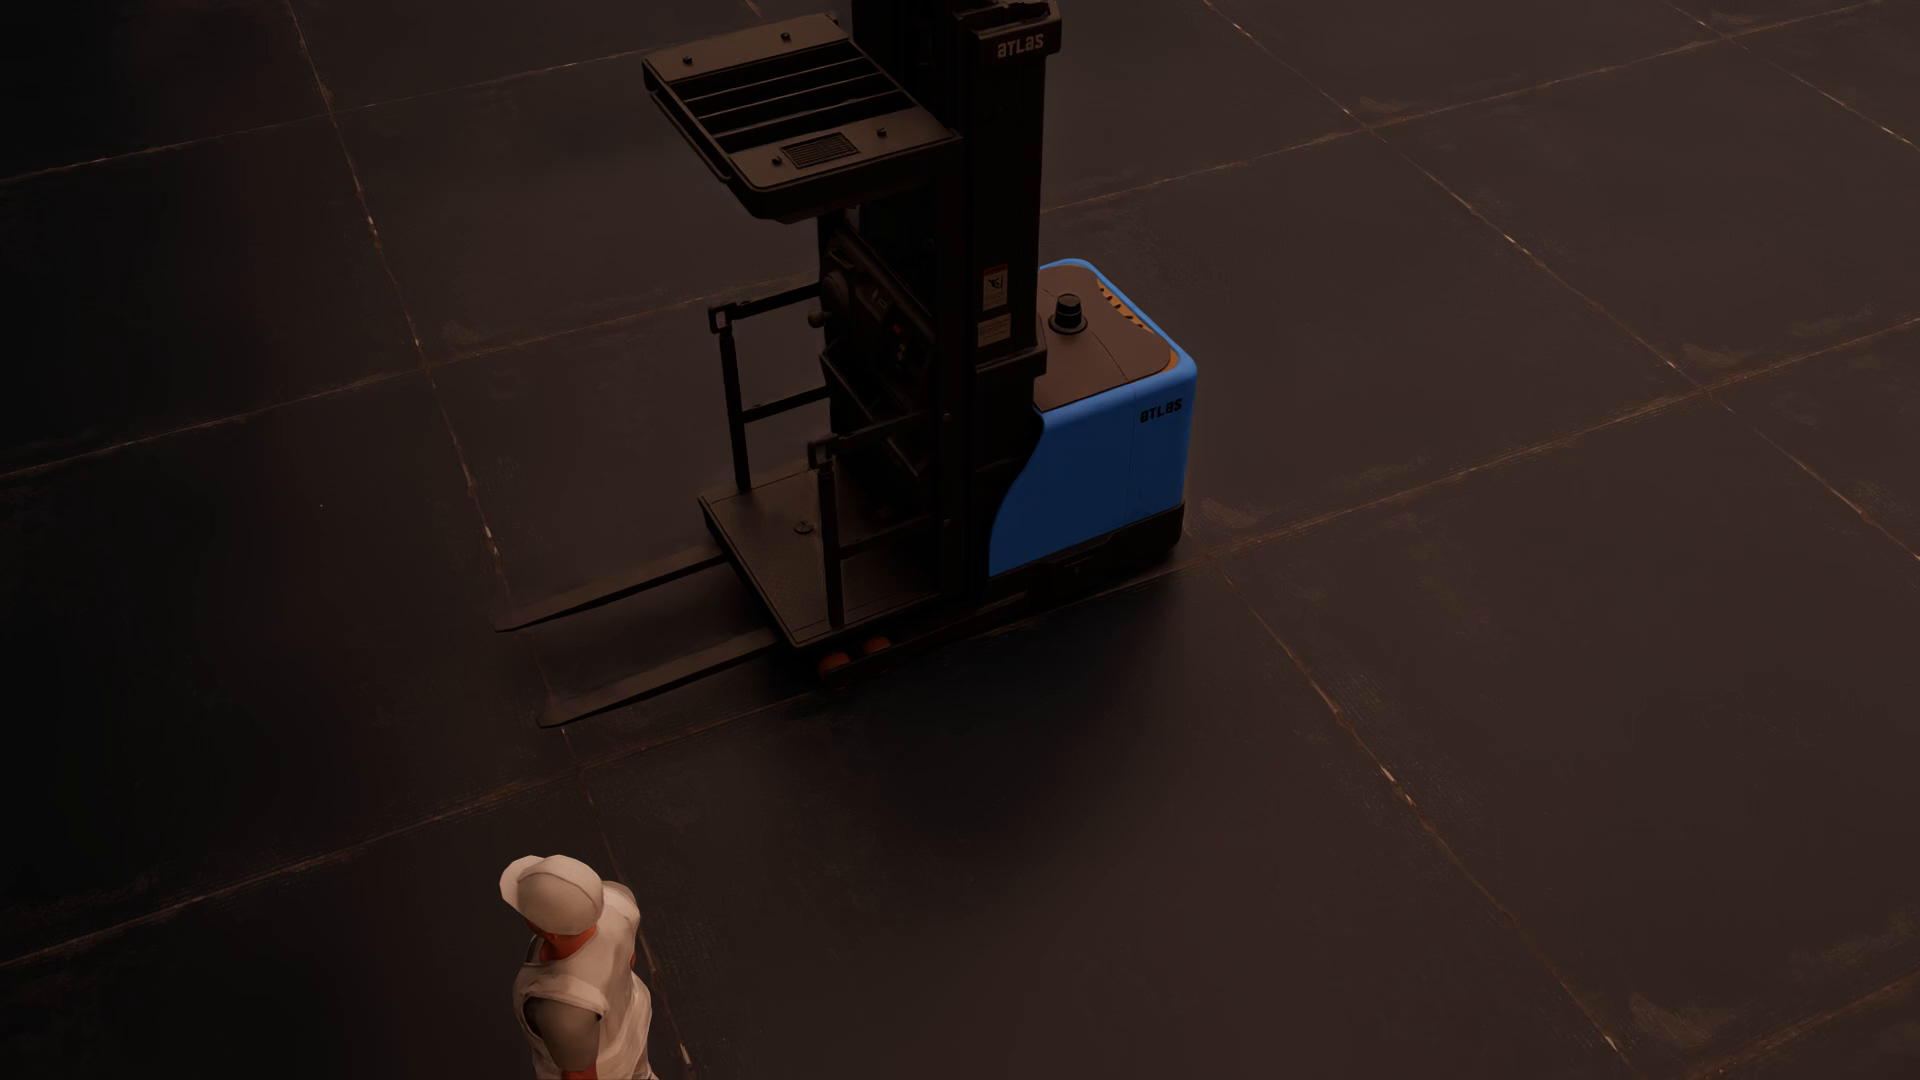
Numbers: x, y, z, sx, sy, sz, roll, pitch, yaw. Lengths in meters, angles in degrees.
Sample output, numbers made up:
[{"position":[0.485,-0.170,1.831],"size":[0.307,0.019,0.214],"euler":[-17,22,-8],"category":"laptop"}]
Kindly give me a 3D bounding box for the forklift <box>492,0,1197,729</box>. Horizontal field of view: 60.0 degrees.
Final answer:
[{"position":[-0.516,-0.843,6.583],"size":[3.031,2.935,1.130],"euler":[-20,47,-20],"category":"forklift"}]

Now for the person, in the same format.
[{"position":[-1.098,1.494,4.917],"size":[0.375,1.794,0.535],"euler":[6,43,7],"category":"person"}]
